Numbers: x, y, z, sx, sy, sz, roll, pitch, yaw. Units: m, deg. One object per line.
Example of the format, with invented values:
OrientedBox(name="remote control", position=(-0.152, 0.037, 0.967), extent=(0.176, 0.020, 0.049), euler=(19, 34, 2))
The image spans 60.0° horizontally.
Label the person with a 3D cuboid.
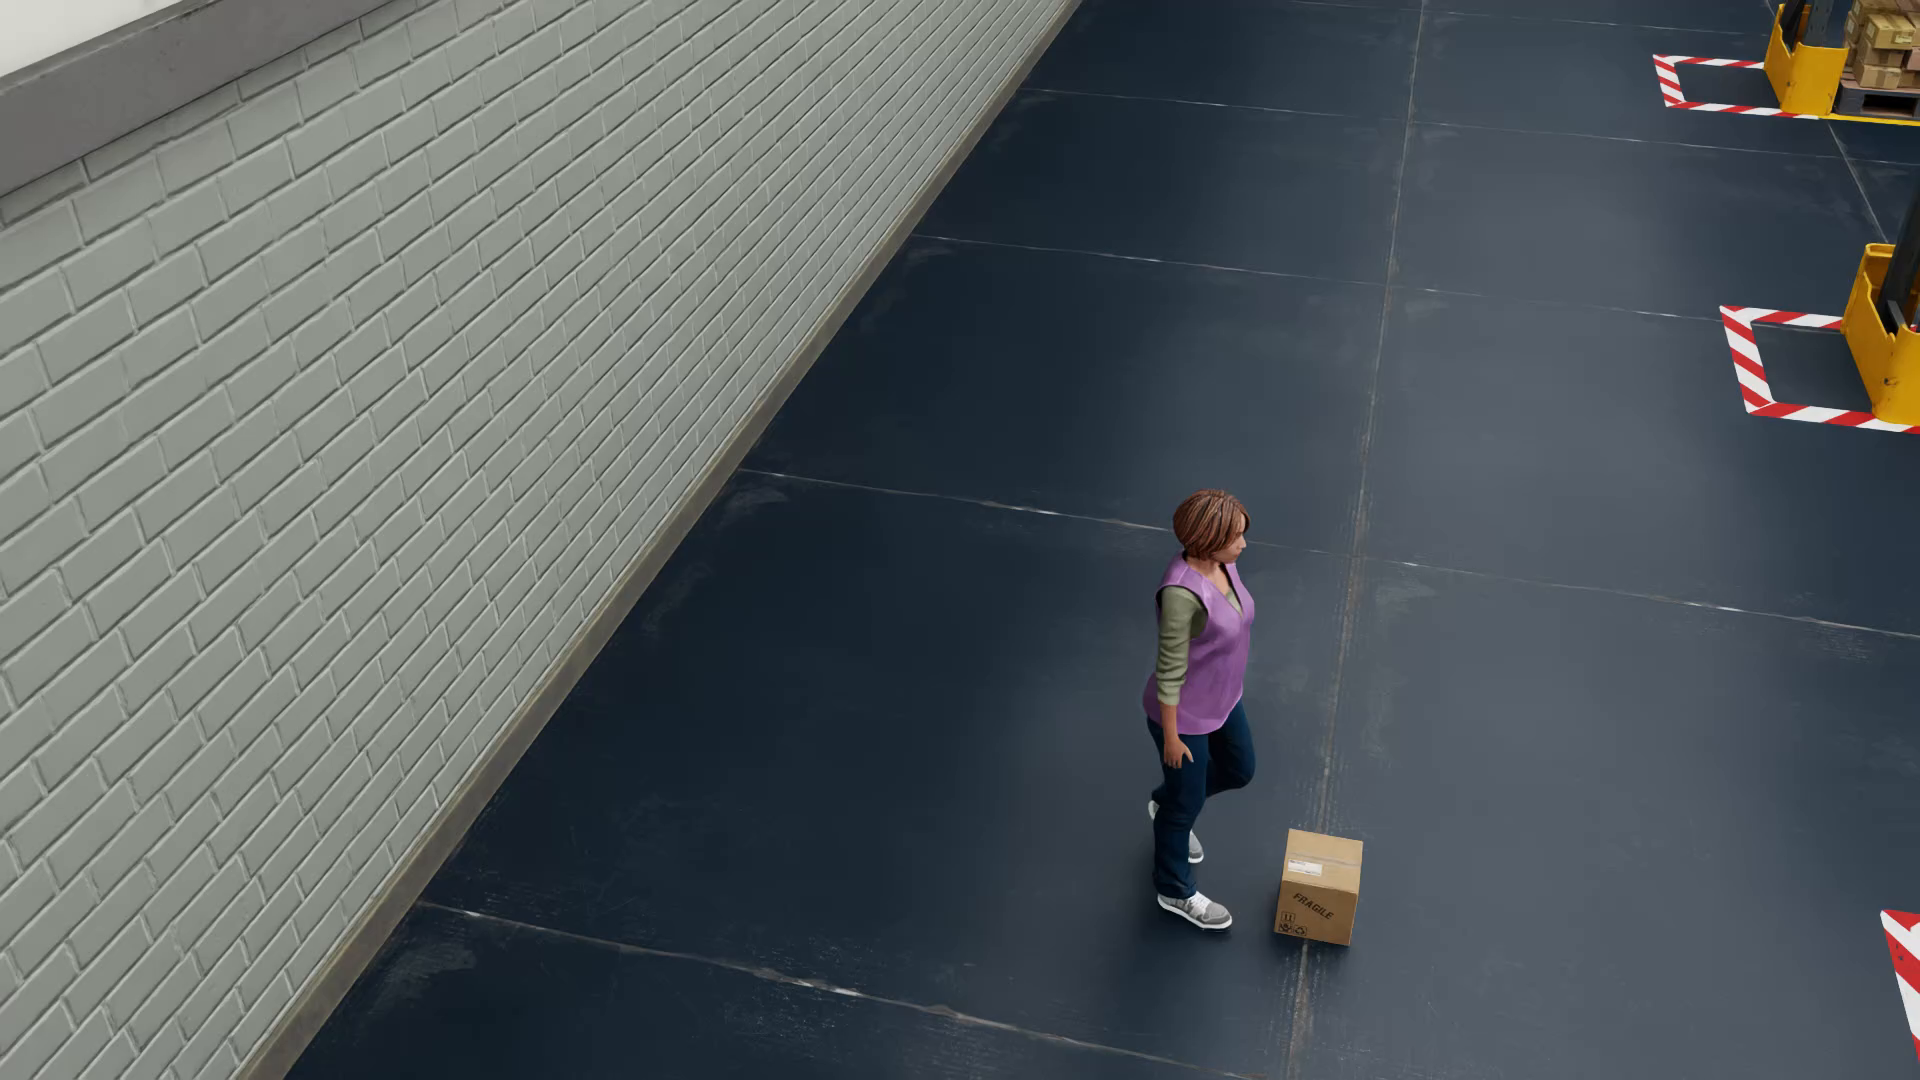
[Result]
OrientedBox(name="person", position=(0.925, 2.644, 0.660), extent=(5.598, 3.193, 9.158), euler=(17, 37, 24))
